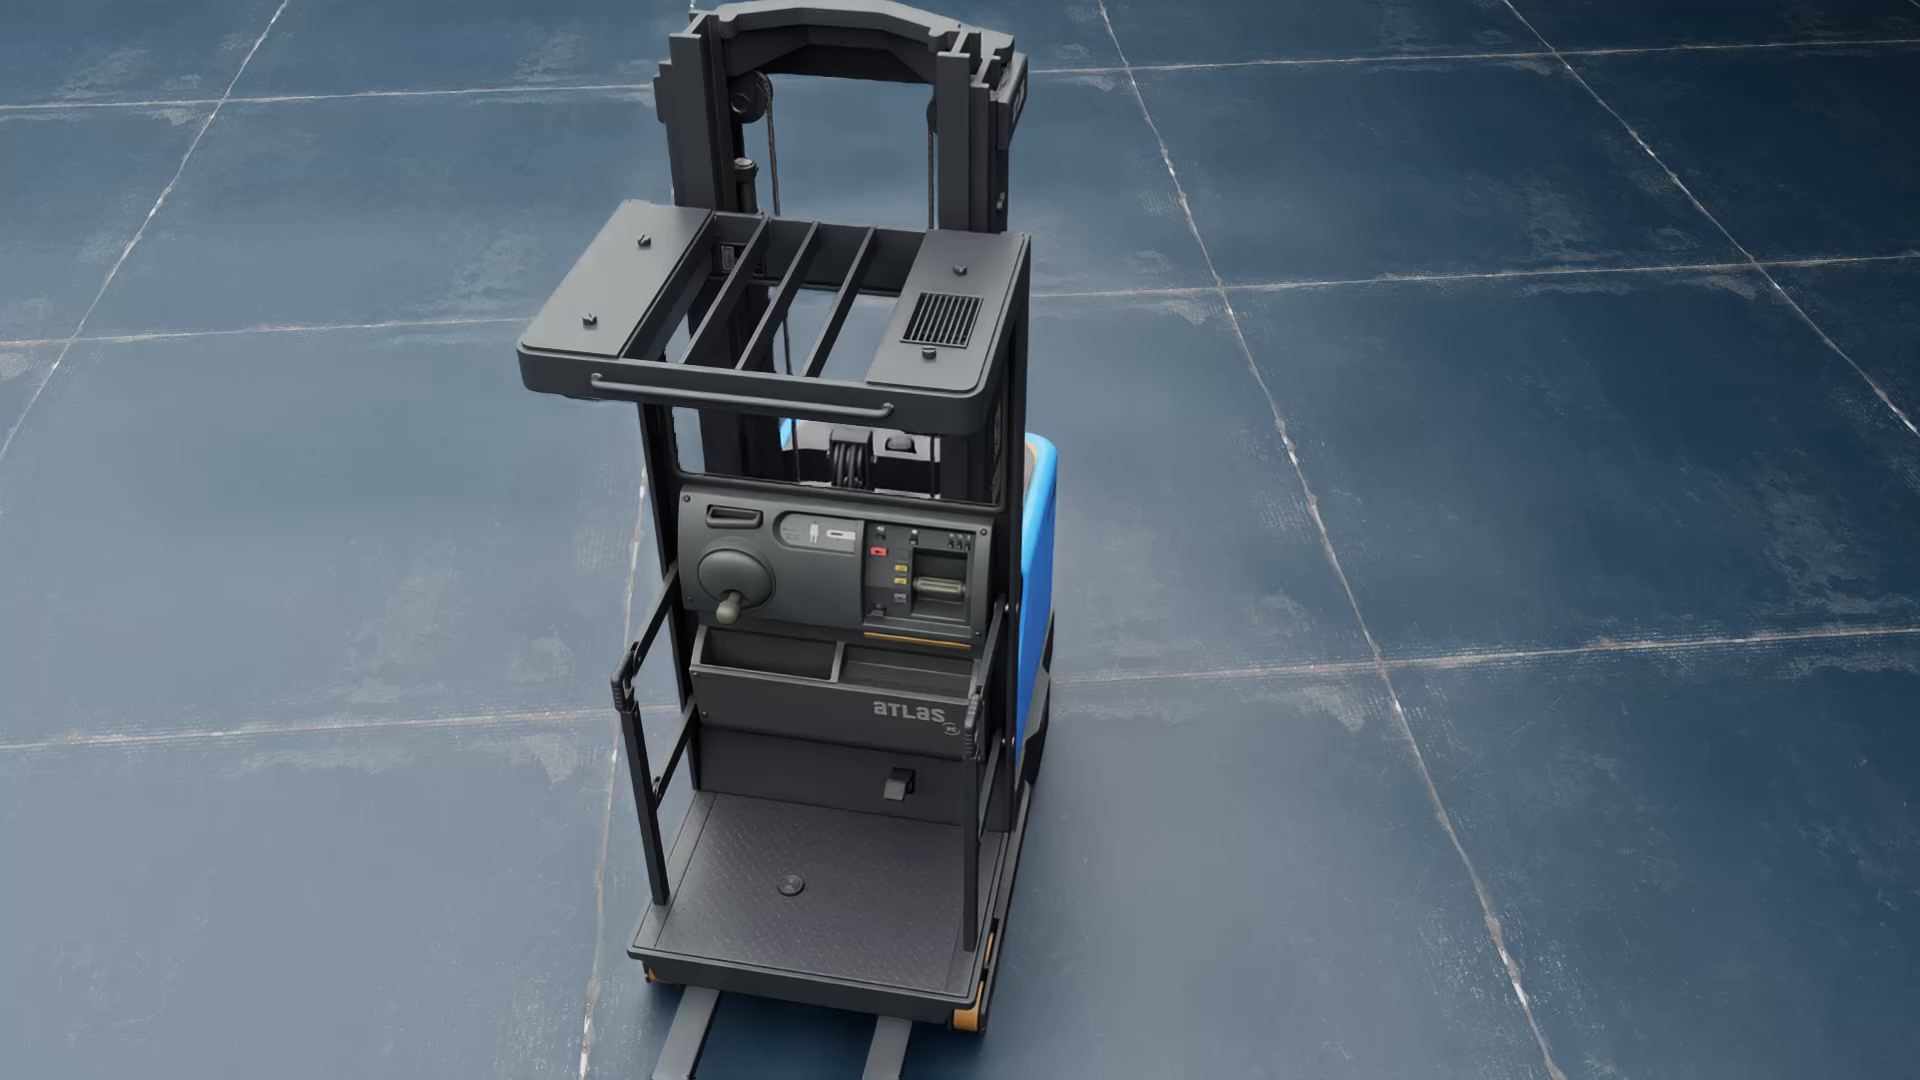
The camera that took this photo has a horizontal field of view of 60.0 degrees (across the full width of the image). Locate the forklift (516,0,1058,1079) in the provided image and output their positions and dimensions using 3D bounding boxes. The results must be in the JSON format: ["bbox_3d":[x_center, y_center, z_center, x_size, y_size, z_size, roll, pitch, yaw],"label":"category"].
[{"bbox_3d":[-0.407,0.155,4.687,1.130,2.935,3.031,6,39,8],"label":"forklift"}]
